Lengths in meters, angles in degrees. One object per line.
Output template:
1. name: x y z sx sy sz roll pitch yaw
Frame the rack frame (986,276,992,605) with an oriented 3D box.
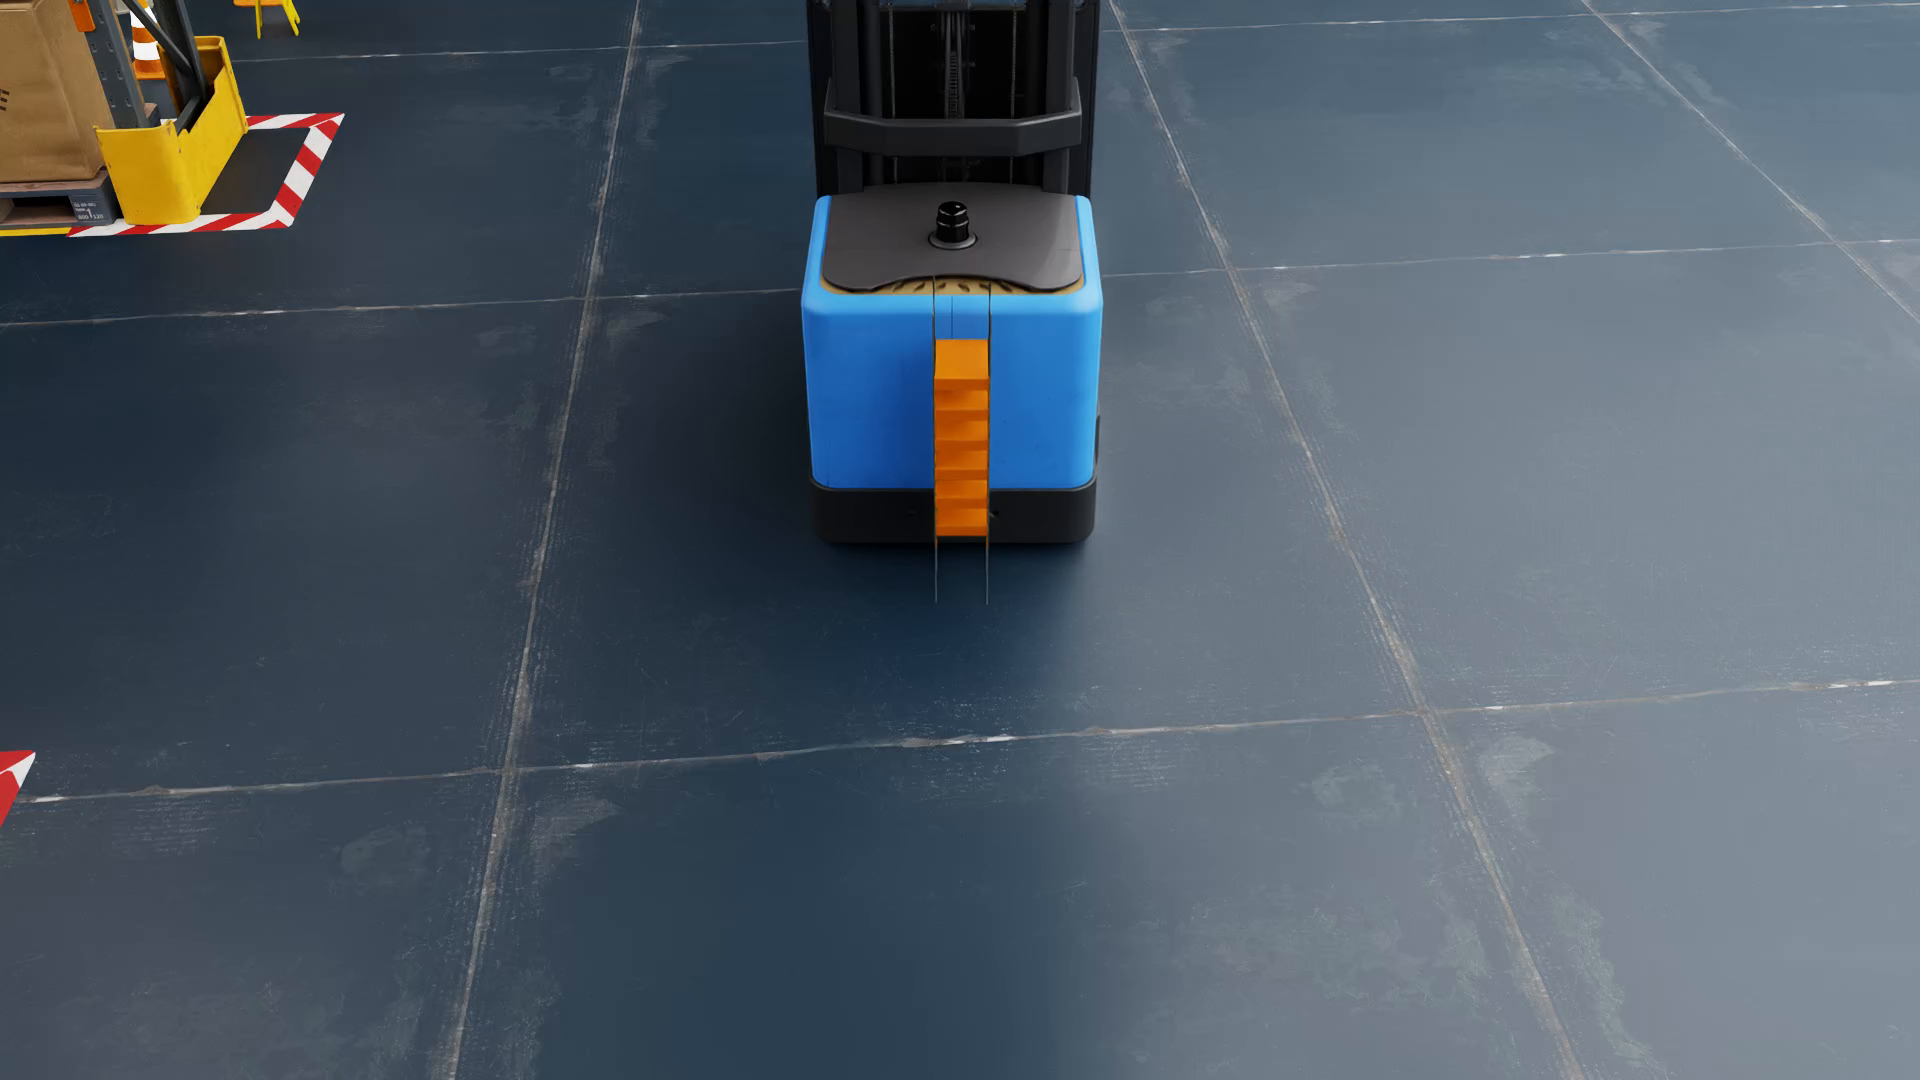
1. rack frame: 0.097 -0.312 5.676 0.006 1.200 0.240 0 38 0

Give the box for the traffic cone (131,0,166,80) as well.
1. traffic cone: -4.698 -2.947 9.611 0.334 0.463 0.336 -3 38 -4

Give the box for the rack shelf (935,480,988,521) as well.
1. rack shelf: 0.006 -0.183 5.778 0.180 0.103 0.258 0 38 0

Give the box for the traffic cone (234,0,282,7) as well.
1. traffic cone: -4.459 -3.663 10.519 0.334 0.463 0.336 -3 38 -4

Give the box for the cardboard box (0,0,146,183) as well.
1. cardboard box: -4.713 -2.349 8.181 0.875 0.875 0.875 -3 38 -4

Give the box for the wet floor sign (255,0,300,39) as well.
1. wet floor sign: -4.189 -3.395 10.032 0.232 0.644 0.267 -9 39 -12

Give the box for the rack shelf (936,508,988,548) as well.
1. rack shelf: 0.006 -0.088 5.852 0.180 0.103 0.258 0 38 0

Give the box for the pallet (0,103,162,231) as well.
1. pallet: -4.832 -1.909 8.499 1.213 0.211 1.003 -3 38 -4

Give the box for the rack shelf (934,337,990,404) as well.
1. rack shelf: 0.006 -0.559 5.481 0.180 0.103 0.258 0 38 0

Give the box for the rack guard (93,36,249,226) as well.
1. rack guard: -4.019 -2.116 8.528 0.348 0.500 1.175 -3 38 -4

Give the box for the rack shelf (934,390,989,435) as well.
1. rack shelf: 0.006 -0.465 5.555 0.180 0.103 0.258 0 38 0

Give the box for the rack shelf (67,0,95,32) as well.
1. rack shelf: -6.035 -2.704 7.836 4.000 0.370 1.077 -3 38 -4

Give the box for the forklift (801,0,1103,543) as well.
1. forklift: -0.025 -2.021 6.445 1.130 2.935 3.031 0 38 0

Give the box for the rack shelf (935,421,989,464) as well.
1. rack shelf: 0.006 -0.371 5.629 0.180 0.103 0.258 0 38 0

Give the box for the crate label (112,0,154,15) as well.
1. crate label: -5.237 -3.453 10.516 0.298 0.136 0.250 -24 44 -27

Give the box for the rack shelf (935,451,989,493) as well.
1. rack shelf: 0.006 -0.277 5.704 0.180 0.103 0.258 0 38 0

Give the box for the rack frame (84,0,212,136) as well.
1. rack frame: -4.043 -3.096 7.752 0.127 3.000 1.000 -3 38 -4

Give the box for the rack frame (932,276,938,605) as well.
1. rack frame: -0.086 -0.312 5.676 0.006 1.200 0.240 0 38 0

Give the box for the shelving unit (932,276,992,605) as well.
1. shelving unit: 0.006 -0.312 5.676 0.189 1.200 0.258 0 38 0
